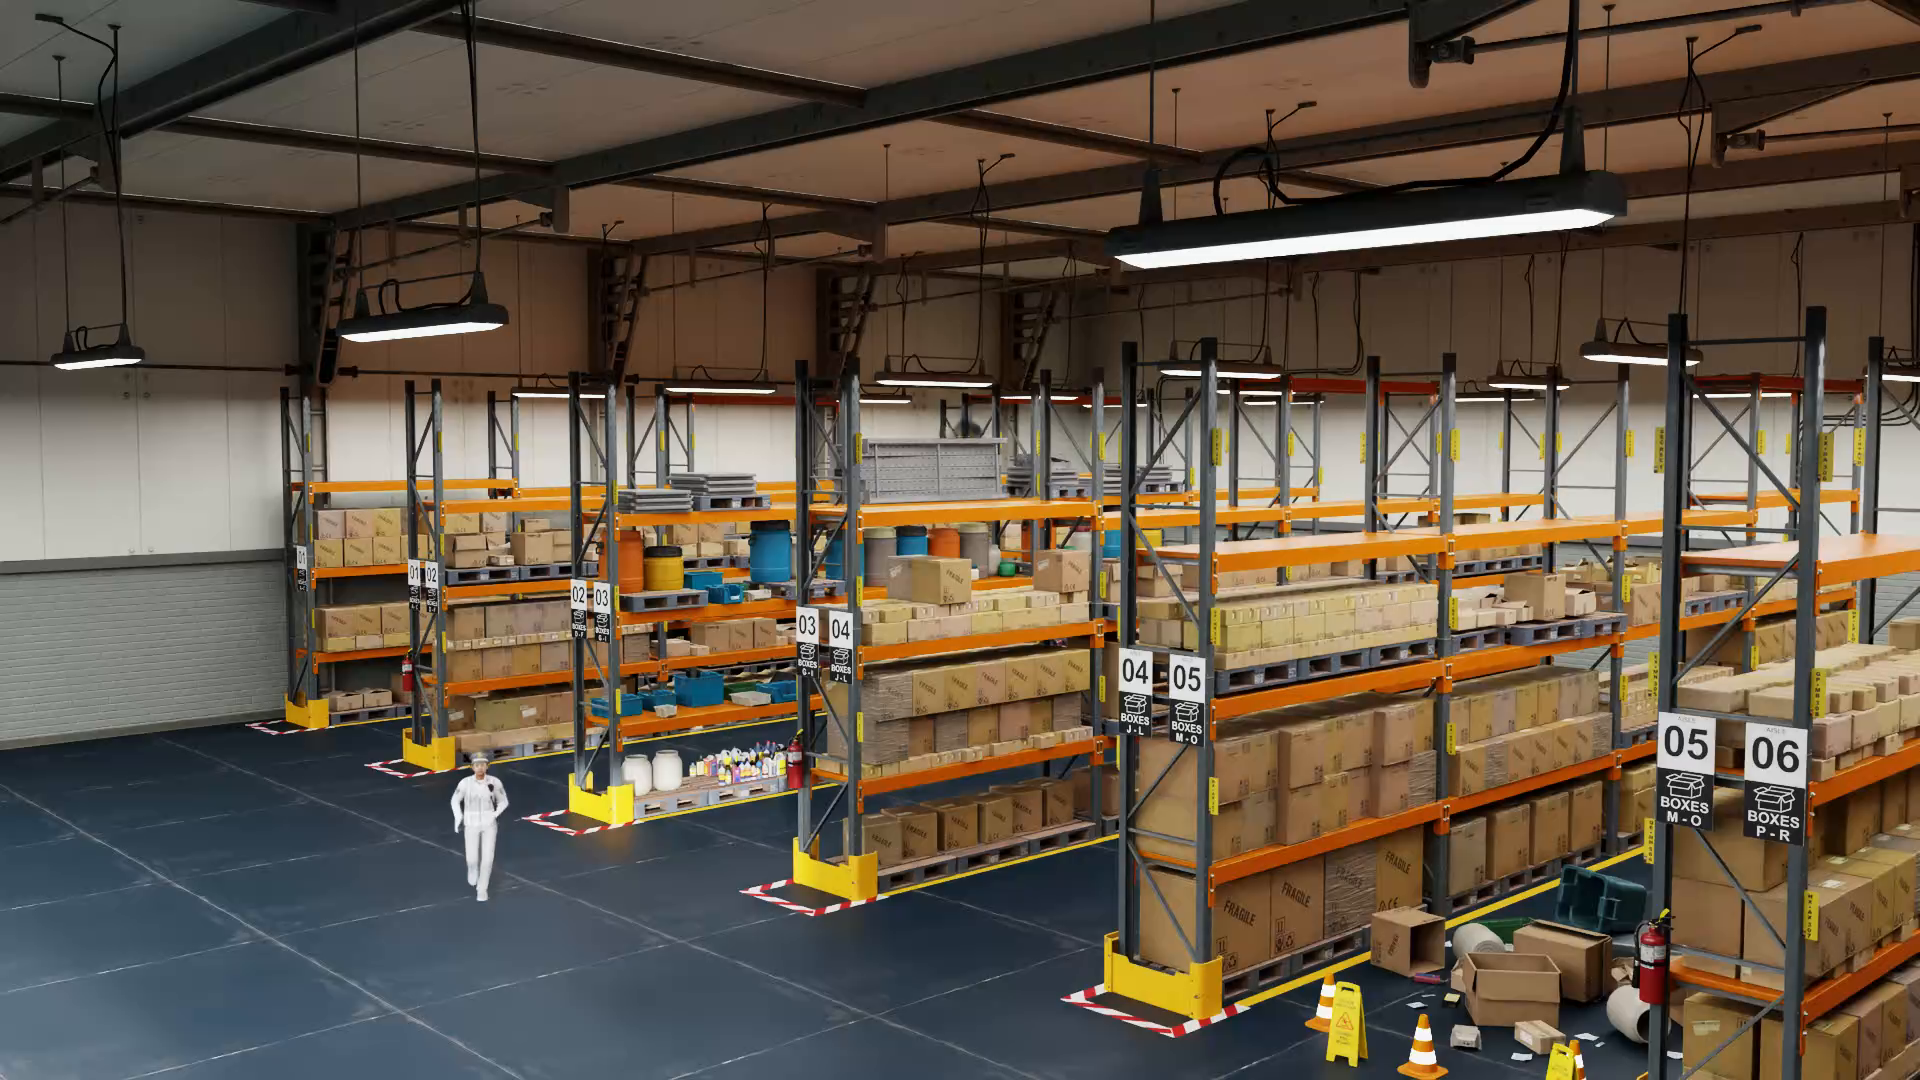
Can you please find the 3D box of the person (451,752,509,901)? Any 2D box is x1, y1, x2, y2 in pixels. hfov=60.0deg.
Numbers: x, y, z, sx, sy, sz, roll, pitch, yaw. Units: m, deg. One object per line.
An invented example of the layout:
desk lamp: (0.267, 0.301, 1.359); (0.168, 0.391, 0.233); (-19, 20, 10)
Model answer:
person: (-5.322, 3.165, 18.451); (0.618, 1.656, 0.547); (-1, 4, -16)

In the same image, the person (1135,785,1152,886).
person: (2.045, 3.178, 17.630); (0.698, 1.716, 0.599); (3, 5, 36)
